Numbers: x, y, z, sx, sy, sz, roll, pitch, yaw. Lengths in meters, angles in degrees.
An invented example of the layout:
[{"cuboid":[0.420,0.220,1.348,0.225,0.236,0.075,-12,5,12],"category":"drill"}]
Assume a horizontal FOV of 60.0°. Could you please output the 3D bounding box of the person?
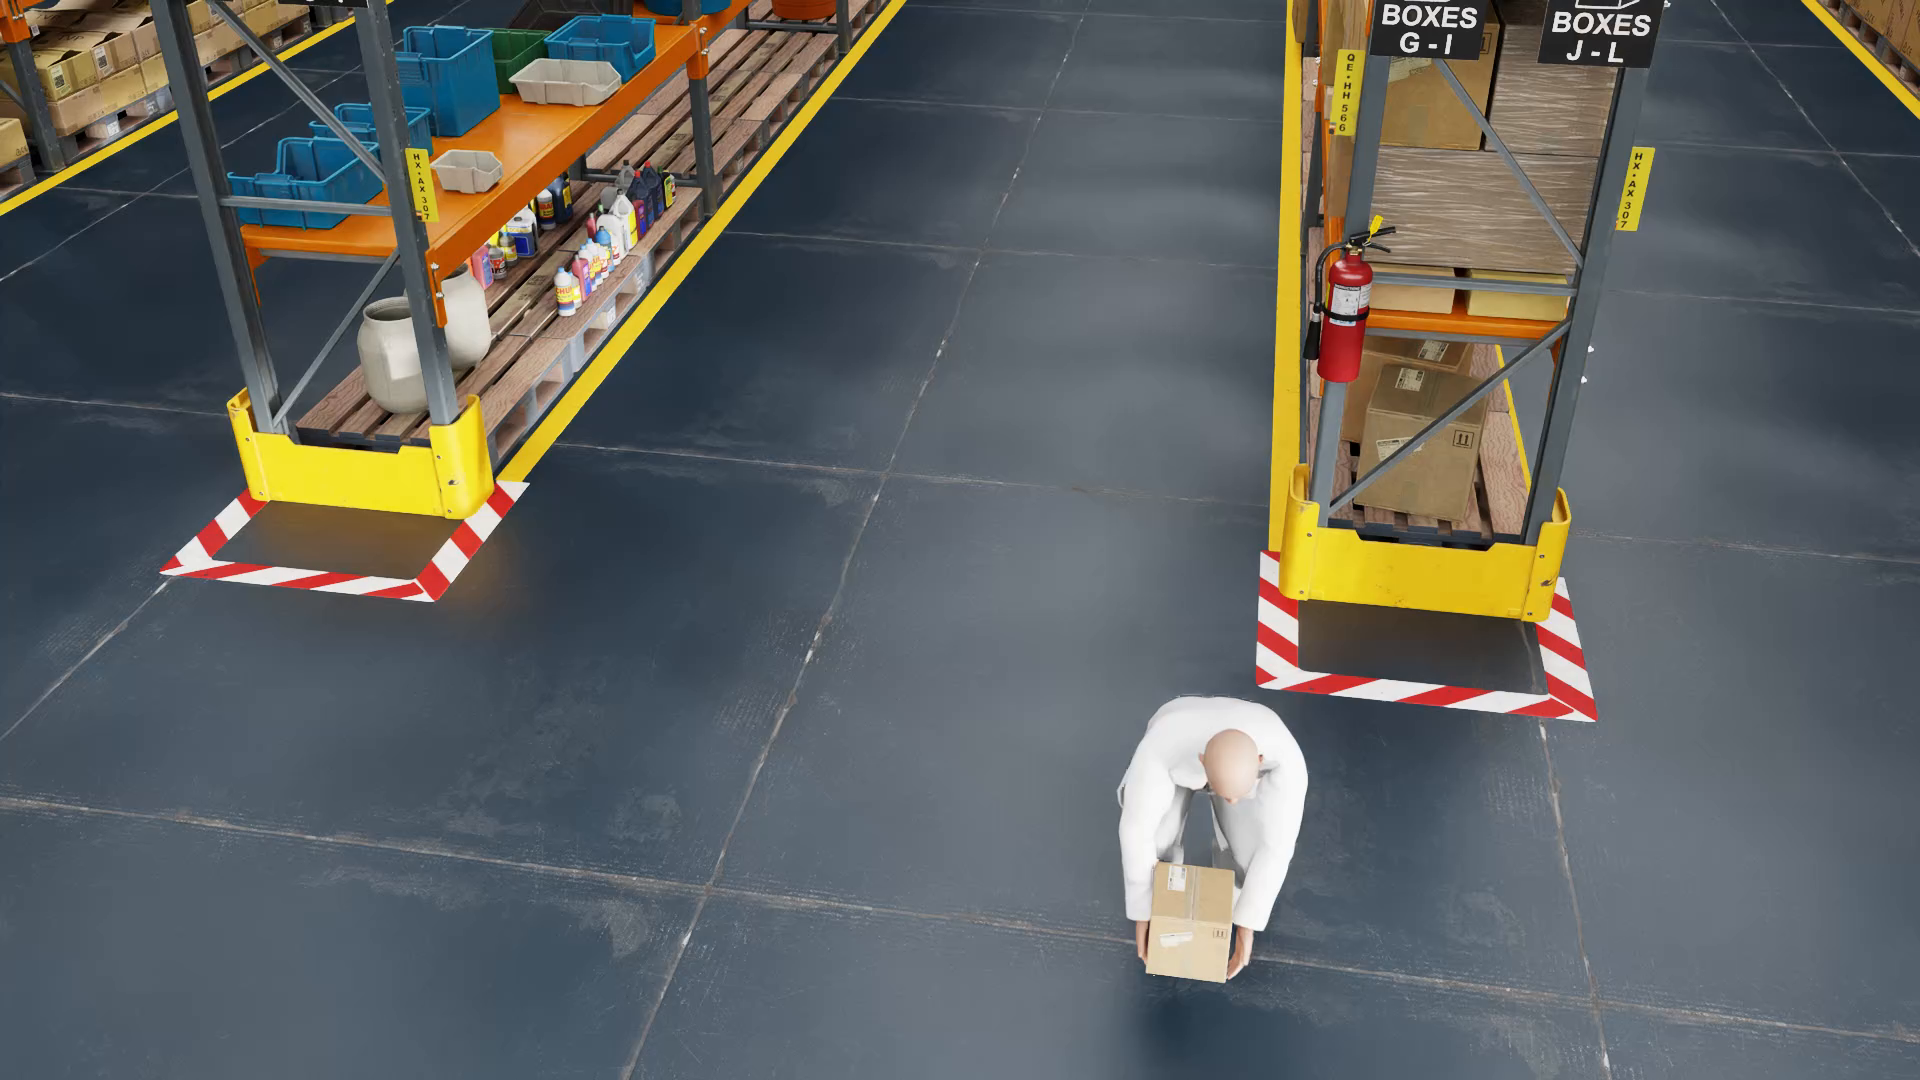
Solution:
[{"cuboid":[0.819,0.875,5.488,0.607,0.999,0.912,5,32,8],"category":"person"}]
